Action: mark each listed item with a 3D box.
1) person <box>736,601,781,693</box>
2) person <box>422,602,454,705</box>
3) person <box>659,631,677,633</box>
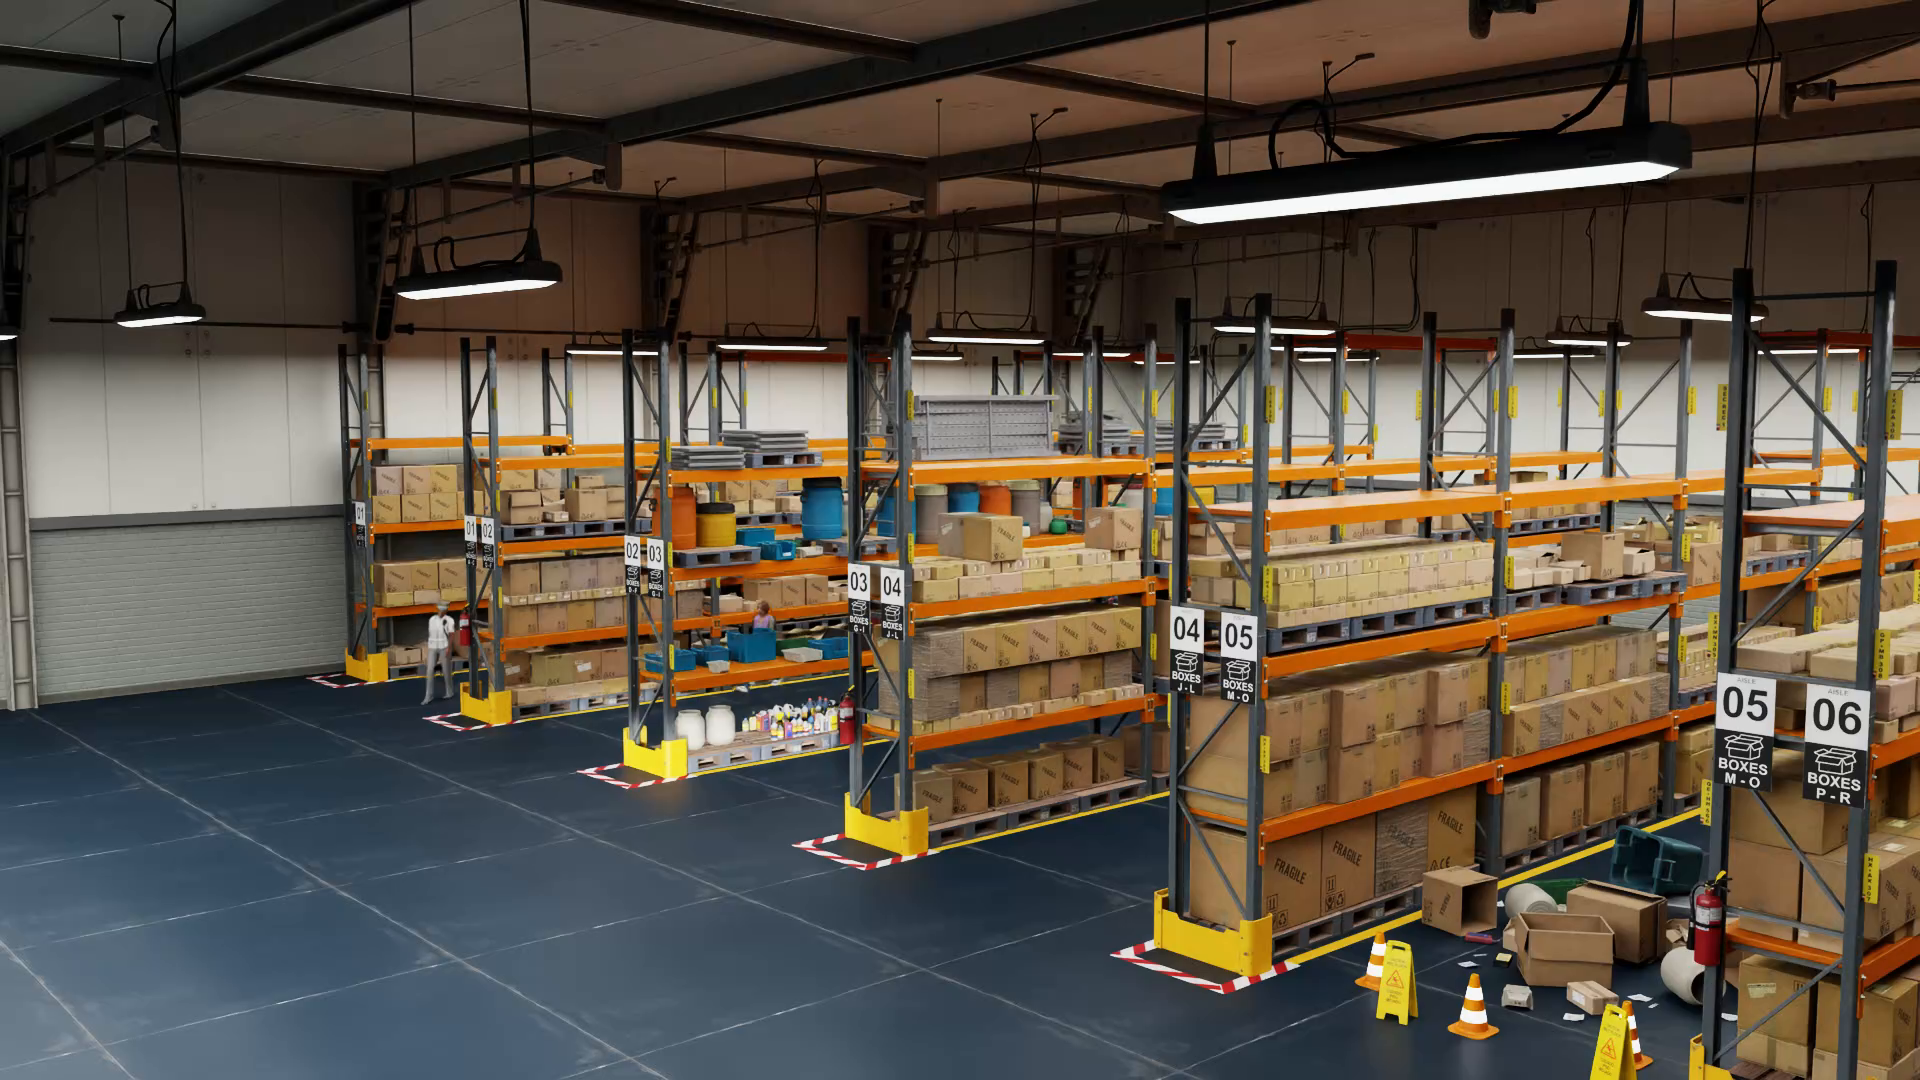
[{"bbox_3d":[-3.269,1.743,27.356,0.450,1.478,1.074,2,5,18],"label":"person"},{"bbox_3d":[-8.701,1.876,27.758,0.471,1.675,0.748,0,5,-2],"label":"person"},{"bbox_3d":[-5.593,1.474,31.554,0.588,1.763,0.728,2,6,24],"label":"person"}]
